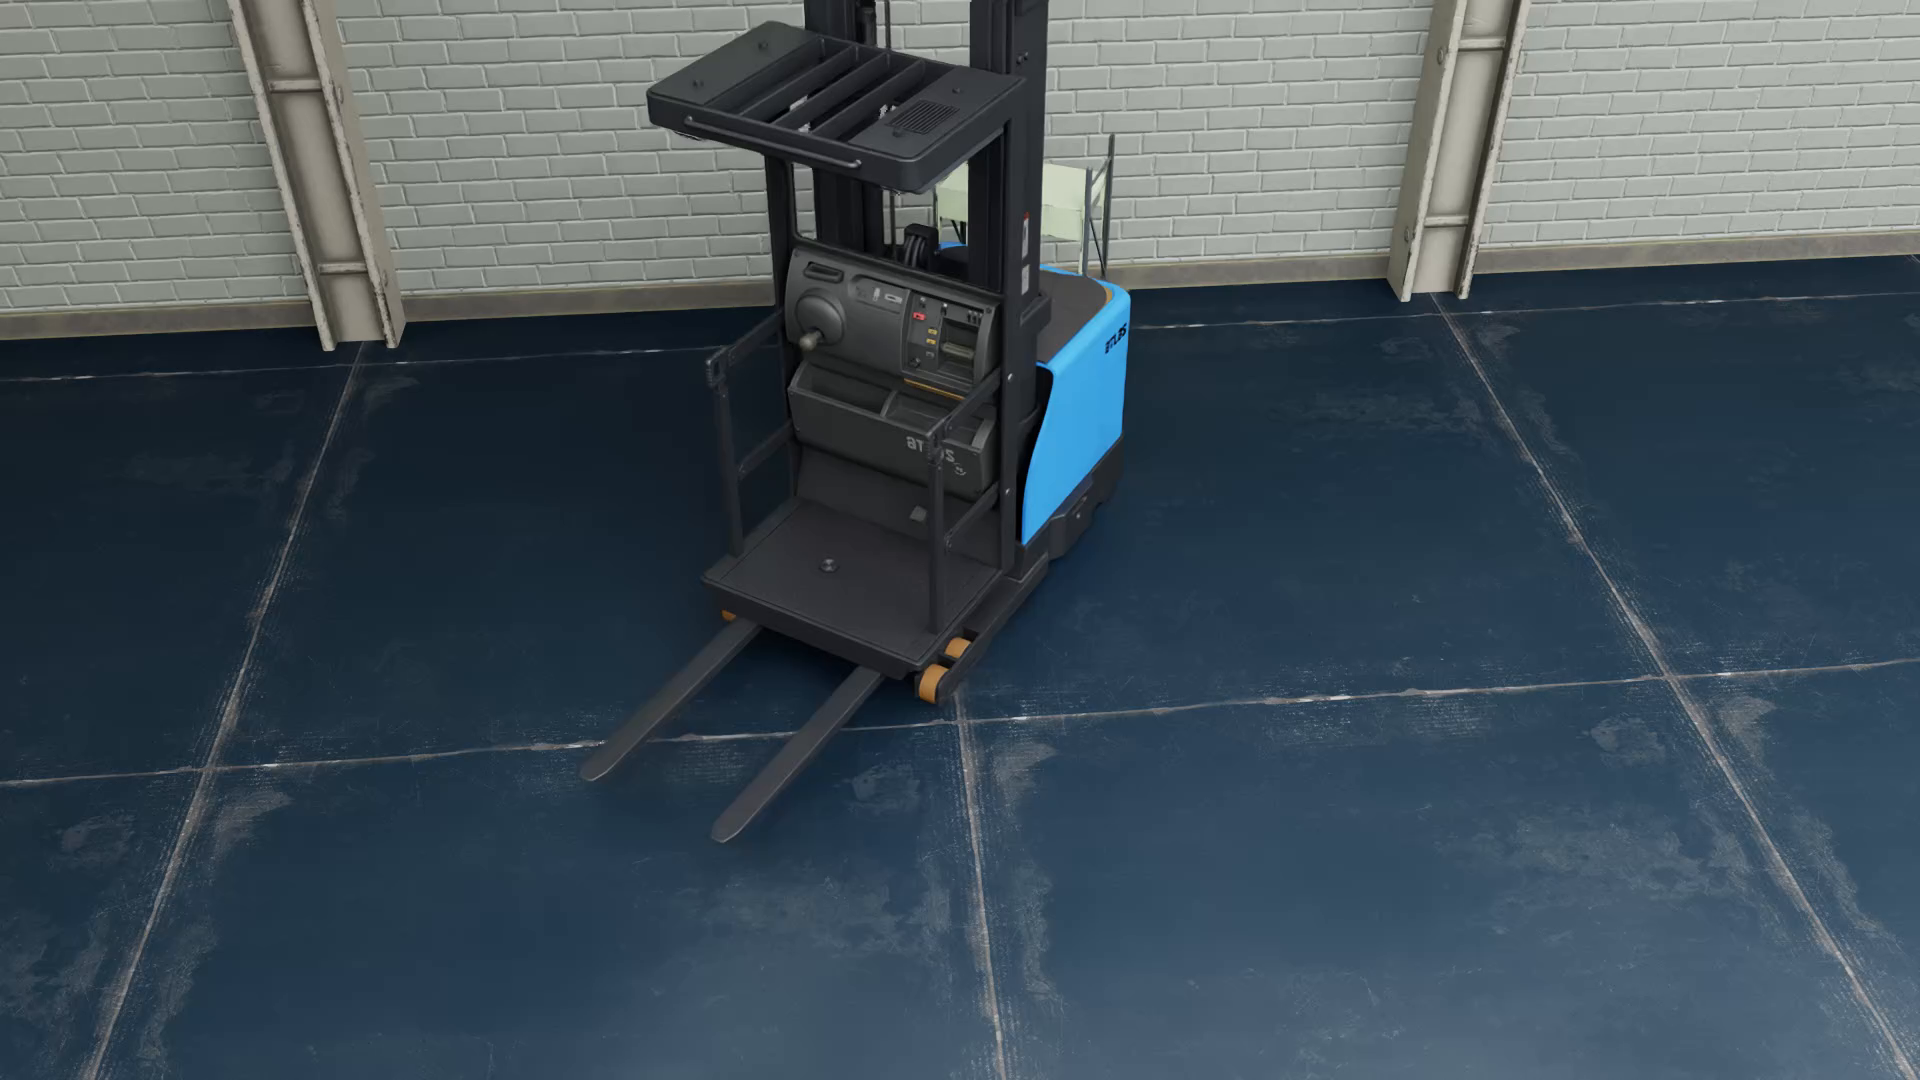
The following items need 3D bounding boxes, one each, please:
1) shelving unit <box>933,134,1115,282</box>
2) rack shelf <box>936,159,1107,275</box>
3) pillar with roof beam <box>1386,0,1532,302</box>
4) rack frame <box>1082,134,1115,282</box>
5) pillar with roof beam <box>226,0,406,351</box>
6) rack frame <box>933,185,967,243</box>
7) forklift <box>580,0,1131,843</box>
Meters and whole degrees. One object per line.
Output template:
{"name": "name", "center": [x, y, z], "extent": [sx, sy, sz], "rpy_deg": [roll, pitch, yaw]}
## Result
{"name": "shelving unit", "center": [0.299, -1.257, 8.133], "extent": [0.755, 1.500, 0.431], "rpy_deg": [13, 40, 16]}
{"name": "rack shelf", "center": [0.299, -1.564, 7.891], "extent": [0.720, 0.370, 0.431], "rpy_deg": [13, 40, 16]}
{"name": "pillar with roof beam", "center": [3.073, -2.341, 3.452], "extent": [0.400, 9.000, 9.100], "rpy_deg": [-3, 38, -4]}
{"name": "rack frame", "center": [0.642, -1.179, 8.033], "extent": [0.023, 1.500, 0.400], "rpy_deg": [13, 40, 16]}
{"name": "pillar with roof beam", "center": [-2.903, -2.012, 3.035], "extent": [0.400, 9.000, 9.100], "rpy_deg": [-3, 38, -4]}
{"name": "rack frame", "center": [-0.045, -1.336, 8.232], "extent": [0.023, 1.500, 0.400], "rpy_deg": [13, 40, 16]}
{"name": "forklift", "center": [-0.389, -0.797, 6.393], "extent": [1.130, 2.935, 3.031], "rpy_deg": [20, 42, 23]}
